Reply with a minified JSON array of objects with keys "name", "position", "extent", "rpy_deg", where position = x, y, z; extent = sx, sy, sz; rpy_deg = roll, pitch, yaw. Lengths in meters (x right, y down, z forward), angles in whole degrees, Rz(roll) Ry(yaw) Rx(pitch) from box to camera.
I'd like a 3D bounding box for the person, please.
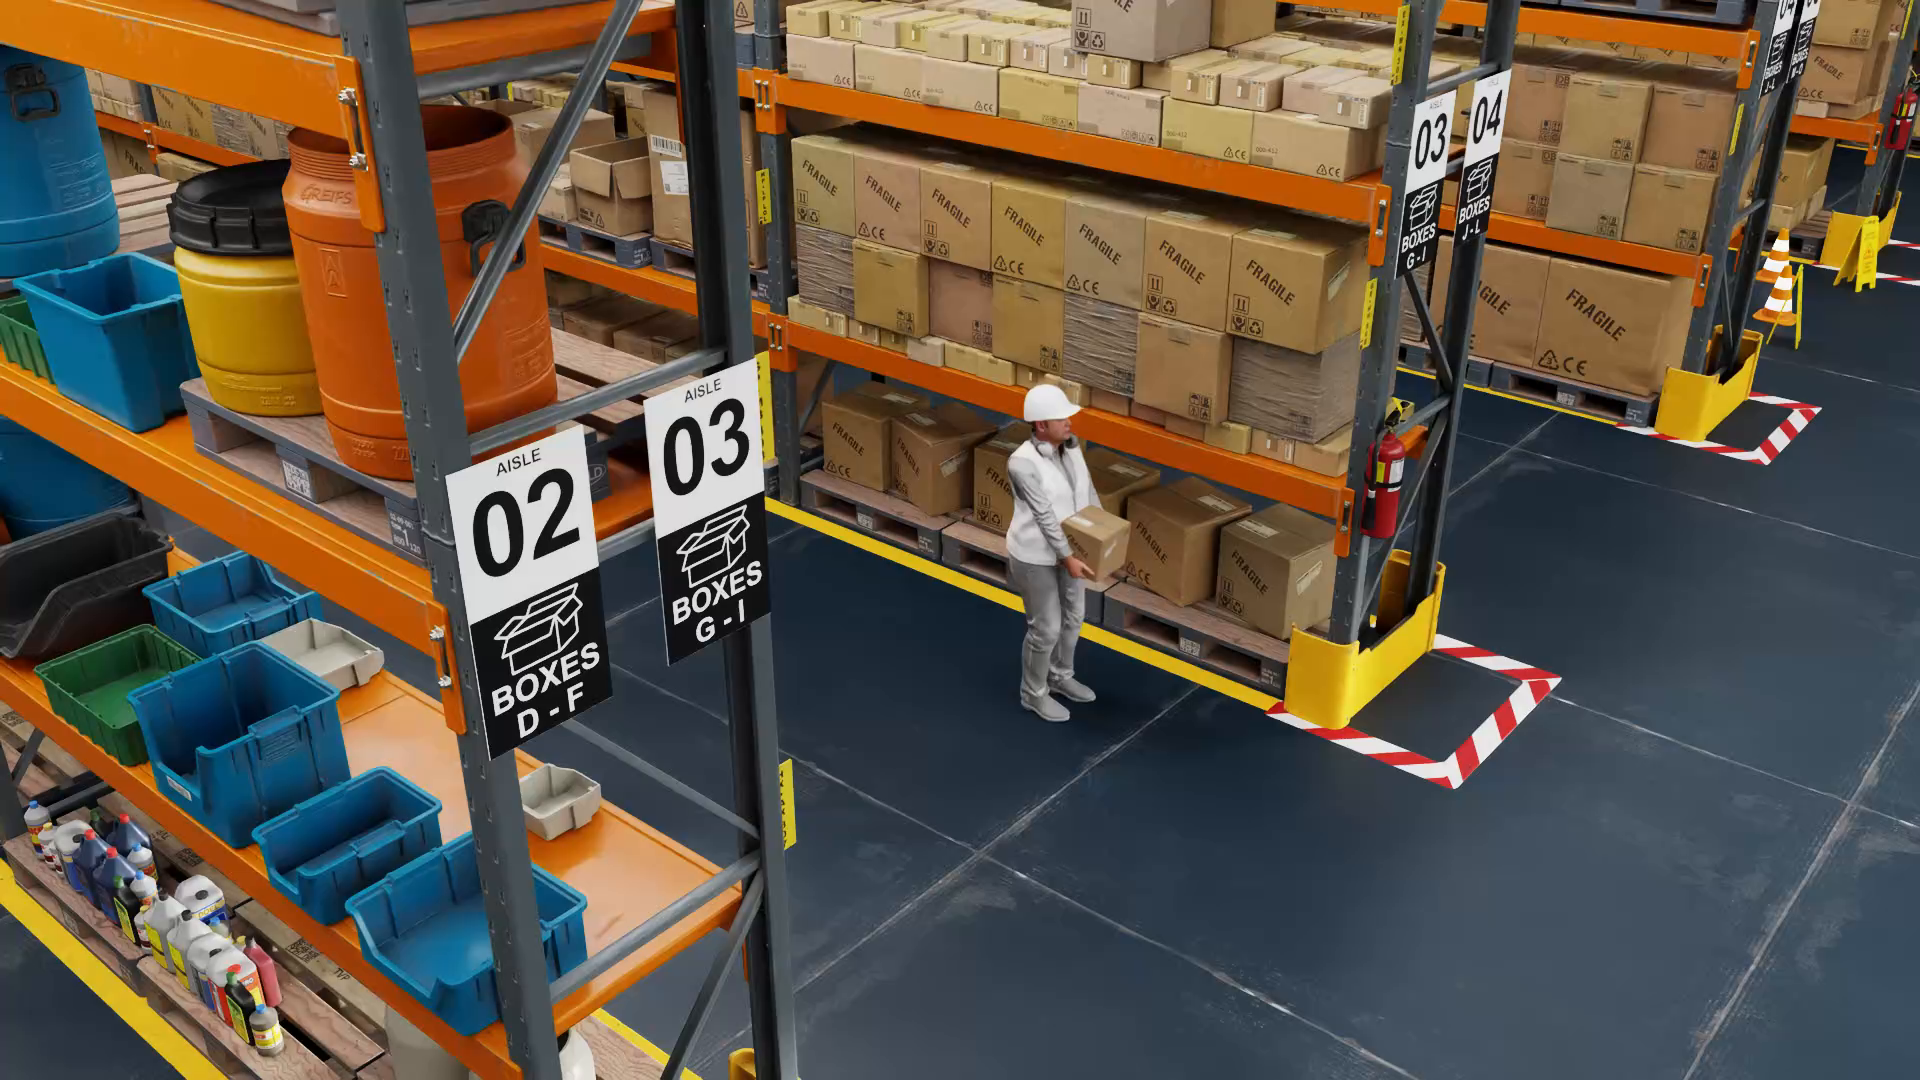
[{"name":"person","position":[0.535,0.074,8.453],"extent":[0.554,1.768,0.495],"rpy_deg":[20,33,34]}]
